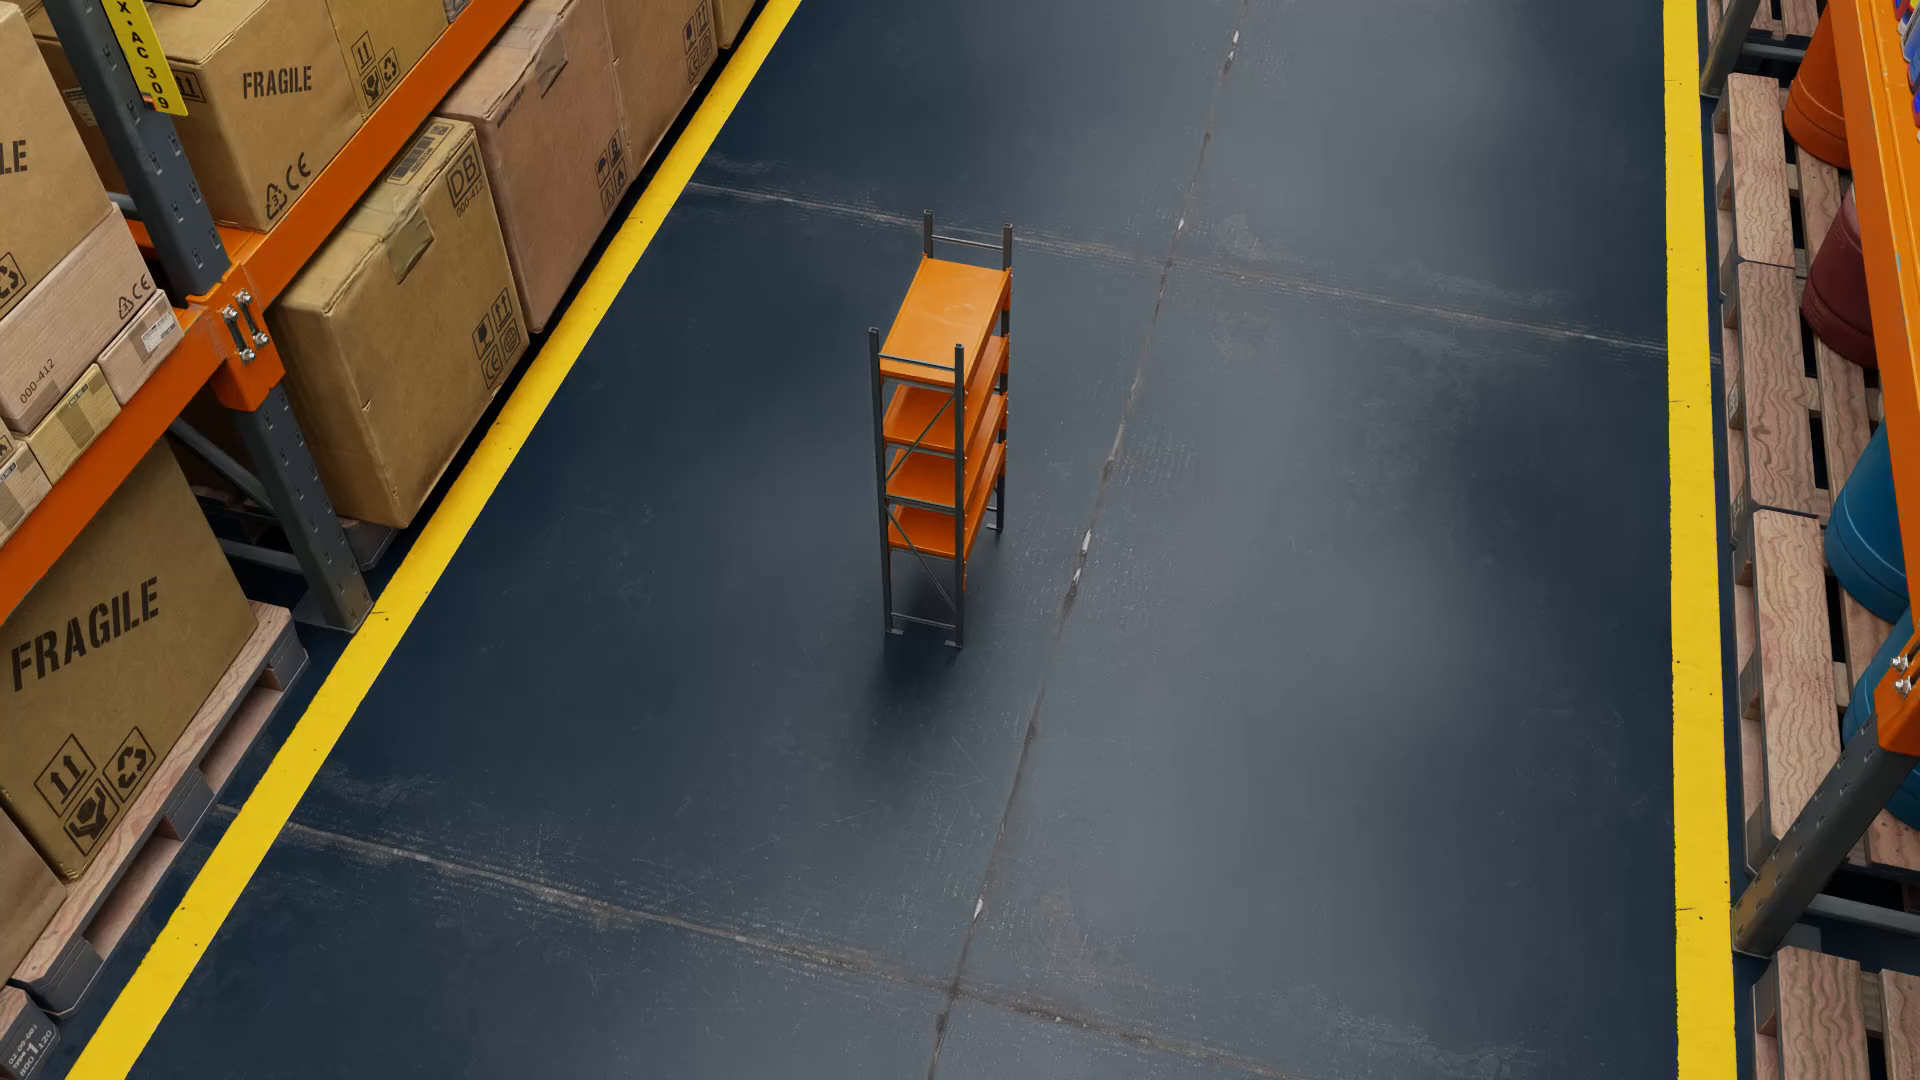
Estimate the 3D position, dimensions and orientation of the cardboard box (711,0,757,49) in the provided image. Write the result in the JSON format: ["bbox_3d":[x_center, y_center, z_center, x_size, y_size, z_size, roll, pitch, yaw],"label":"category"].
[{"bbox_3d":[-1.432,-2.681,6.753,1.225,0.875,0.875,9,49,8],"label":"cardboard box"}]

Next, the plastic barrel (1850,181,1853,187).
[{"bbox_3d":[3.374,-1.295,5.772,0.421,0.512,0.421,0,49,0],"label":"plastic barrel"}]

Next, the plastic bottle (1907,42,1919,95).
[{"bbox_3d":[2.712,-1.380,4.500,0.144,0.351,0.185,12,50,10],"label":"plastic bottle"}]

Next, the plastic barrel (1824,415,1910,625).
[{"bbox_3d":[2.842,-0.217,4.560,0.600,0.901,0.708,12,50,10],"label":"plastic barrel"}]

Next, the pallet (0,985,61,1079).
[{"bbox_3d":[-2.877,1.495,3.789,1.003,0.211,1.213,12,50,10],"label":"pallet"}]

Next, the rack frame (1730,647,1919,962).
[{"bbox_3d":[2.496,0.130,3.134,1.000,3.000,0.127,12,50,10],"label":"rack frame"}]

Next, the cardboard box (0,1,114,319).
[{"bbox_3d":[-2.146,-0.759,3.321,0.500,0.500,0.500,13,50,11],"label":"cardboard box"}]

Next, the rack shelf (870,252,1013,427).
[{"bbox_3d":[-0.044,-0.537,4.400,0.258,0.148,0.480,12,50,10],"label":"rack shelf"}]

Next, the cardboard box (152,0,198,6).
[{"bbox_3d":[-2.123,-1.676,3.993,0.797,0.503,0.637,10,49,9],"label":"cardboard box"}]

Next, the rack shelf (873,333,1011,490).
[{"bbox_3d":[-0.044,-0.381,4.577,0.258,0.148,0.480,12,50,10],"label":"rack shelf"}]

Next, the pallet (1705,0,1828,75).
[{"bbox_3d":[3.790,-2.393,7.221,1.003,0.211,1.213,12,50,10],"label":"pallet"}]

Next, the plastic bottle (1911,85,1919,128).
[{"bbox_3d":[2.630,-1.250,4.431,0.061,0.283,0.133,12,50,10],"label":"plastic bottle"}]

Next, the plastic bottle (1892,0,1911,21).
[{"bbox_3d":[2.775,-1.648,4.782,0.061,0.283,0.133,12,50,10],"label":"plastic bottle"}]

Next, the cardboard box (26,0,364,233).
[{"bbox_3d":[-1.920,-1.164,4.210,0.500,0.500,0.500,12,50,10],"label":"cardboard box"}]

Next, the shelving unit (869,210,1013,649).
[{"bbox_3d":[-0.044,-0.277,4.694,0.258,1.200,0.503,12,50,10],"label":"shelving unit"}]

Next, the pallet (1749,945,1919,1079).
[{"bbox_3d":[2.340,1.593,3.704,1.003,0.211,1.213,12,50,10],"label":"pallet"}]

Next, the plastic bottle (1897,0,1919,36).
[{"bbox_3d":[2.762,-1.557,4.710,0.097,0.271,0.097,0,49,0],"label":"plastic bottle"}]

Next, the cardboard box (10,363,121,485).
[{"bbox_3d":[-2.115,-0.292,3.675,0.380,0.149,0.250,12,50,11],"label":"cardboard box"}]

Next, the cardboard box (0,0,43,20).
[{"bbox_3d":[-2.423,-1.272,4.306,0.500,0.500,0.500,12,50,10],"label":"cardboard box"}]

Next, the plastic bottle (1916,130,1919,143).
[{"bbox_3d":[2.617,-1.136,4.385,0.097,0.201,0.097,0,49,0],"label":"plastic bottle"}]

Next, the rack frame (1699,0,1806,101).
[{"bbox_3d":[3.548,-2.763,5.688,1.000,3.000,0.127,12,50,10],"label":"rack frame"}]

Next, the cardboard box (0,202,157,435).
[{"bbox_3d":[-2.146,-0.525,3.614,0.500,0.250,0.500,11,49,9],"label":"cardboard box"}]

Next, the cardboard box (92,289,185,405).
[{"bbox_3d":[-2.047,-0.479,3.840,0.380,0.149,0.250,12,50,10],"label":"cardboard box"}]

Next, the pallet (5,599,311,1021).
[{"bbox_3d":[-2.558,0.610,4.571,1.003,0.211,1.213,12,50,10],"label":"pallet"}]

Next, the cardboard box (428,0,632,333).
[{"bbox_3d":[-1.899,-1.396,5.619,1.225,0.875,0.875,10,49,9],"label":"cardboard box"}]

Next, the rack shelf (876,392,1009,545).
[{"bbox_3d":[-0.044,-0.233,4.745,0.258,0.148,0.480,12,50,10],"label":"rack shelf"}]

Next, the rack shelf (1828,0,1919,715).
[{"bbox_3d":[3.022,-1.078,4.681,1.077,0.370,4.000,12,50,10],"label":"rack shelf"}]

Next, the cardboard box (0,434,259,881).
[{"bbox_3d":[-2.534,0.179,4.229,0.875,0.875,0.875,12,50,10],"label":"cardboard box"}]

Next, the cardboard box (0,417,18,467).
[{"bbox_3d":[-2.280,-0.150,3.283,0.500,0.250,0.500,13,50,11],"label":"cardboard box"}]

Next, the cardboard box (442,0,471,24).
[{"bbox_3d":[-1.657,-1.889,4.850,0.500,0.500,0.500,11,49,9],"label":"cardboard box"}]

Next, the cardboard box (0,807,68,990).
[{"bbox_3d":[-2.770,0.830,3.654,0.875,0.875,0.875,12,50,10],"label":"cardboard box"}]

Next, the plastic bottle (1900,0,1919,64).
[{"bbox_3d":[2.758,-1.470,4.629,0.152,0.276,0.135,12,50,10],"label":"plastic bottle"}]

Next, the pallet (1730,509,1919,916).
[{"bbox_3d":[2.739,0.503,4.665,1.003,0.211,1.213,12,50,10],"label":"pallet"}]

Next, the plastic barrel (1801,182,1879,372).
[{"bbox_3d":[3.139,-0.930,5.398,0.600,0.588,0.708,12,50,10],"label":"plastic barrel"}]

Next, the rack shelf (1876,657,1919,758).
[{"bbox_3d":[1.969,1.815,2.127,1.077,0.370,4.000,12,50,10],"label":"rack shelf"}]

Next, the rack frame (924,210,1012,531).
[{"bbox_3d":[0.021,-0.454,4.850,0.240,1.200,0.015,12,50,10],"label":"rack frame"}]

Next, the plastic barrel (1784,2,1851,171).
[{"bbox_3d":[3.436,-1.827,6.029,0.600,0.830,0.708,12,50,10],"label":"plastic barrel"}]

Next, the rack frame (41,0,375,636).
[{"bbox_3d":[-2.283,-0.847,3.997,1.000,3.000,0.127,12,50,10],"label":"rack frame"}]

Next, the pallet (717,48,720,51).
[{"bbox_3d":[-1.510,-2.262,7.106,1.003,0.211,1.213,12,50,10],"label":"pallet"}]

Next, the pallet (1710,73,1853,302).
[{"bbox_3d":[3.381,-1.262,6.223,1.003,0.211,1.213,12,50,10],"label":"pallet"}]

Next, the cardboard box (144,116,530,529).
[{"bbox_3d":[-2.134,-0.750,5.048,1.225,0.875,0.875,12,50,10],"label":"cardboard box"}]

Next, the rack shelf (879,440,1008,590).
[{"bbox_3d":[-0.044,-0.101,4.894,0.258,0.148,0.480,12,50,10],"label":"rack shelf"}]

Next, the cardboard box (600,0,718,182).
[{"bbox_3d":[-1.674,-2.038,6.185,1.225,0.875,0.875,12,50,10],"label":"cardboard box"}]

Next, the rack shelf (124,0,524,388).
[{"bbox_3d":[-1.756,-2.056,5.543,1.077,0.370,4.000,12,50,10],"label":"rack shelf"}]

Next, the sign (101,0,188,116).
[{"bbox_3d":[-1.747,-1.051,3.547,0.100,0.325,0.005,12,50,10],"label":"sign"}]

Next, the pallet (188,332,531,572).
[{"bbox_3d":[-2.152,-0.497,5.548,1.003,0.211,1.213,12,50,10],"label":"pallet"}]

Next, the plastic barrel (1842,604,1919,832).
[{"bbox_3d":[2.655,0.296,4.108,0.600,0.901,0.708,12,50,10],"label":"plastic barrel"}]

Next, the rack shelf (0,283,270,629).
[{"bbox_3d":[-2.809,0.838,2.990,1.077,0.370,4.000,12,50,10],"label":"rack shelf"}]

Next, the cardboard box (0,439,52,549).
[{"bbox_3d":[-2.182,-0.107,3.511,0.380,0.149,0.250,11,49,9],"label":"cardboard box"}]

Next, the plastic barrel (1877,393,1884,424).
[{"bbox_3d":[3.076,-0.479,5.051,0.421,0.512,0.421,0,49,0],"label":"plastic barrel"}]

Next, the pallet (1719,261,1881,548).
[{"bbox_3d":[3.058,-0.382,5.446,1.003,0.211,1.213,12,50,10],"label":"pallet"}]

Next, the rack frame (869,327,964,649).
[{"bbox_3d":[-0.108,-0.101,4.539,0.240,1.200,0.015,12,50,10],"label":"rack frame"}]

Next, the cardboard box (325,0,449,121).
[{"bbox_3d":[-1.789,-1.527,4.531,0.500,0.500,0.500,12,50,10],"label":"cardboard box"}]
